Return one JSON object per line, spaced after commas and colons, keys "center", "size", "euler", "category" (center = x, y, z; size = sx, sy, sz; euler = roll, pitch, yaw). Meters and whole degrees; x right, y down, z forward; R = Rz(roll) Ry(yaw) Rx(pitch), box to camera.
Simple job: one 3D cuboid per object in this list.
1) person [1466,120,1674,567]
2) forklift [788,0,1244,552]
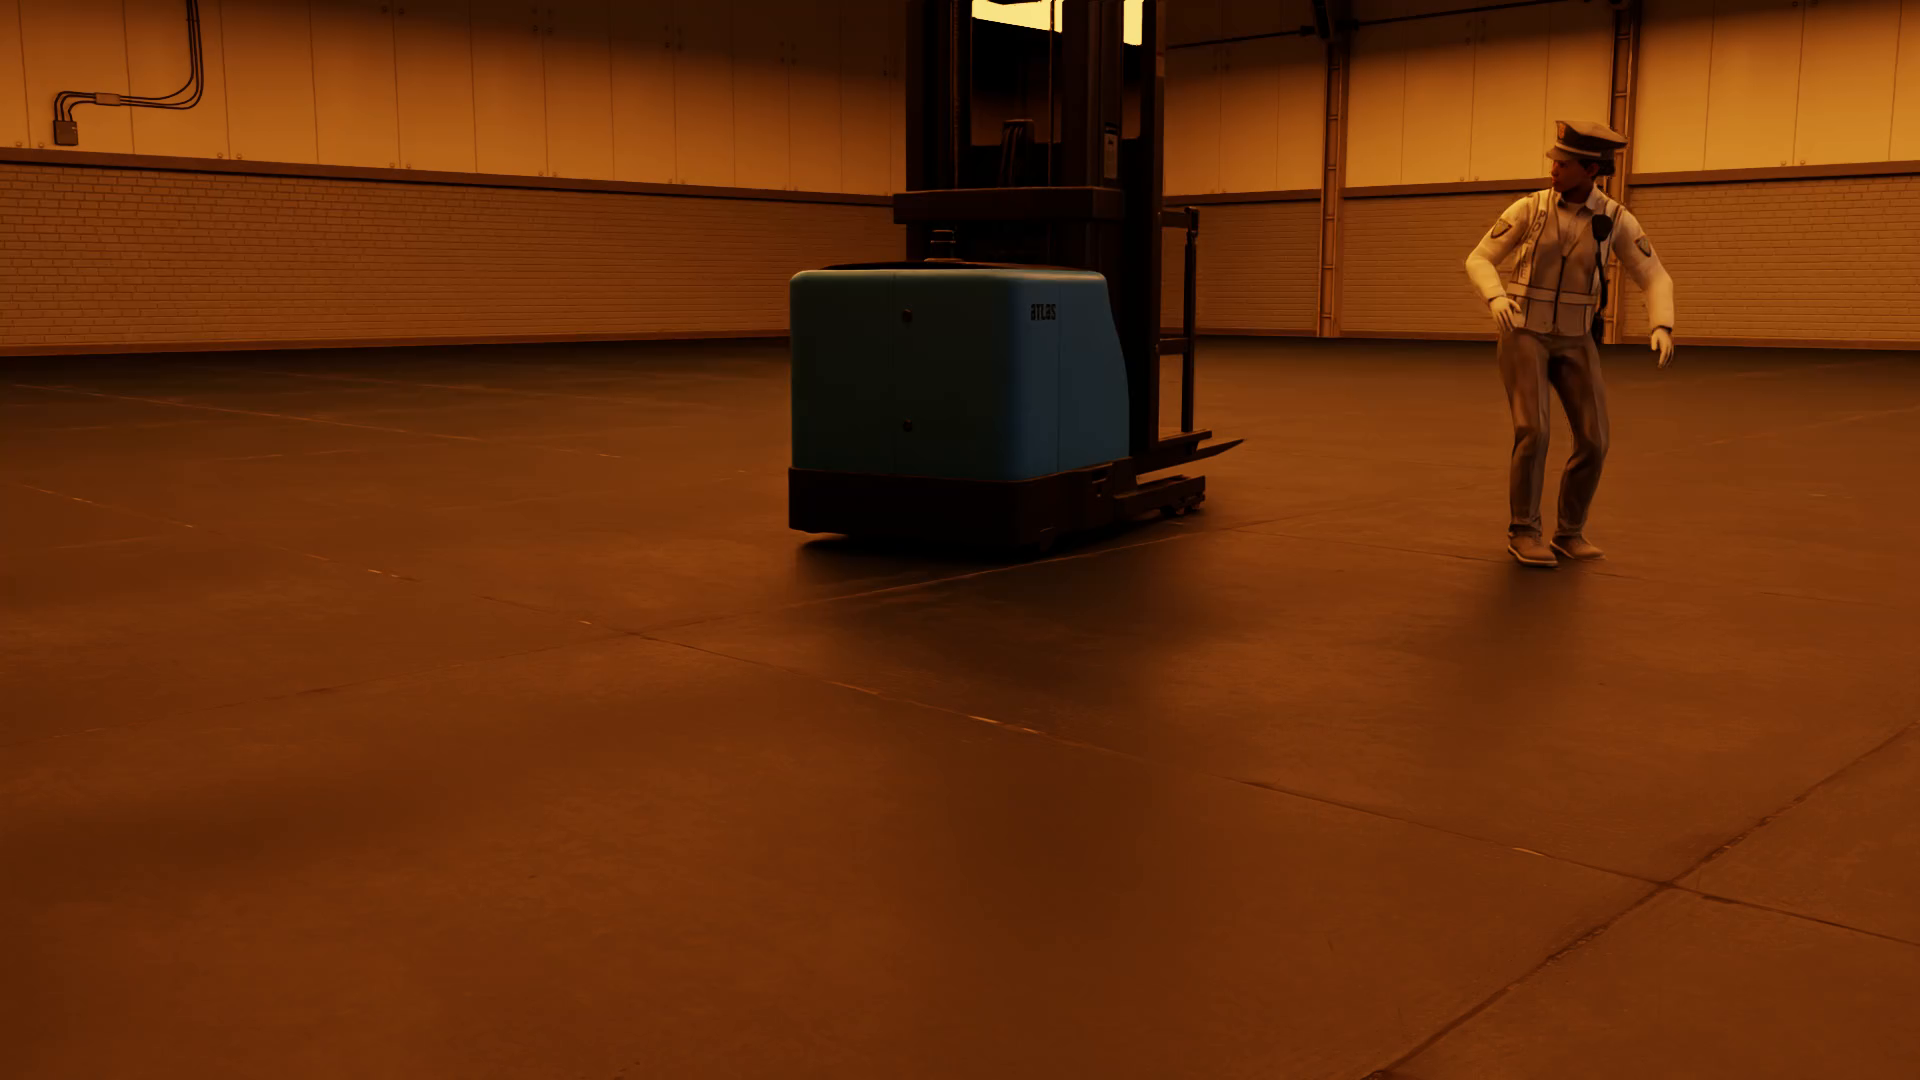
{"center": [2.242, -0.716, 6.137], "size": [0.727, 1.626, 0.505], "euler": [1, 9, 6], "category": "person"}
{"center": [0.472, -1.584, 7.393], "size": [1.130, 2.935, 3.031], "euler": [5, 10, 28], "category": "forklift"}
